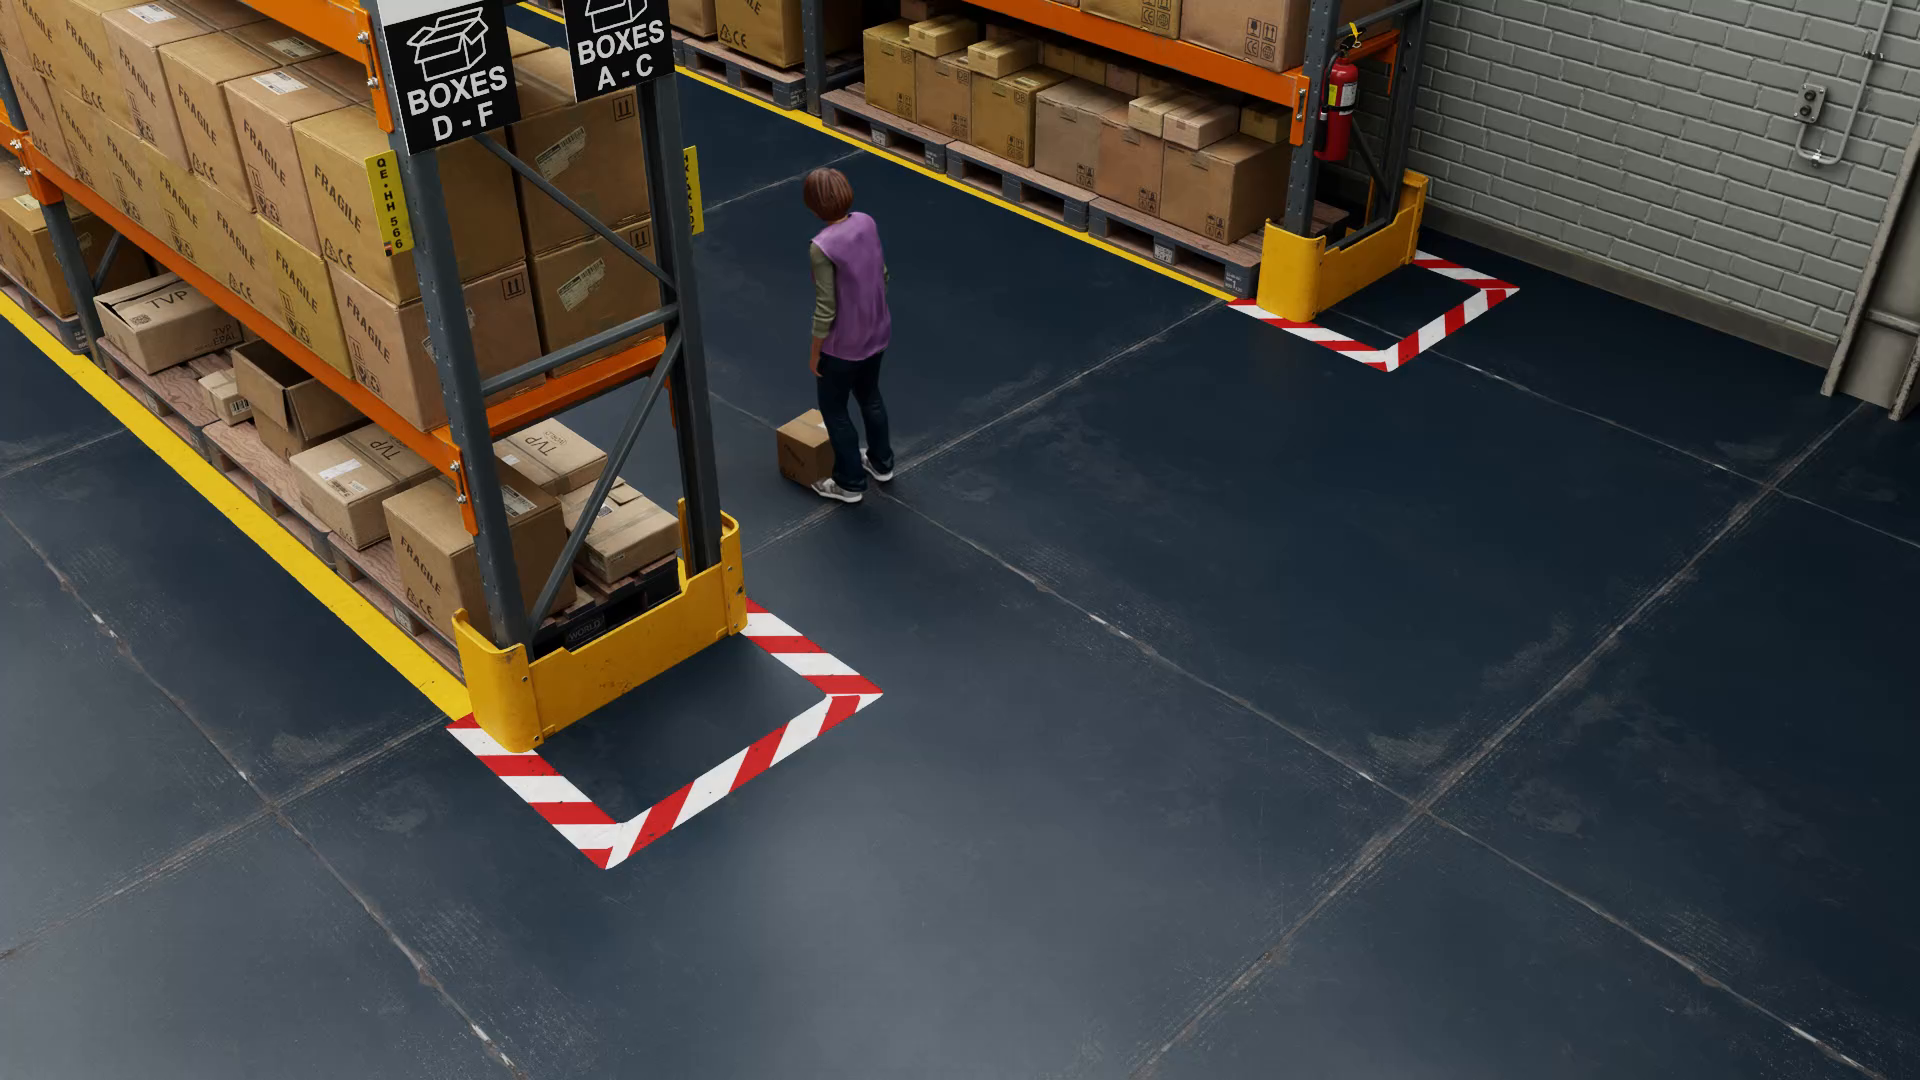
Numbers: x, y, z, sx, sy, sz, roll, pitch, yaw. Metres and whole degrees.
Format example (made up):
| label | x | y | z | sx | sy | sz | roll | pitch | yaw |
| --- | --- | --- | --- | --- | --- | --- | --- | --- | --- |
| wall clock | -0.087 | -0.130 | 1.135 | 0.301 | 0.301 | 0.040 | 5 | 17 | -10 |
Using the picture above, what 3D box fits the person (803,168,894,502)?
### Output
| label | x | y | z | sx | sy | sz | roll | pitch | yaw |
| --- | --- | --- | --- | --- | --- | --- | --- | --- | --- |
| person | -0.491 | -0.890 | 7.386 | 0.346 | 1.591 | 0.478 | 24 | 42 | 30 |
